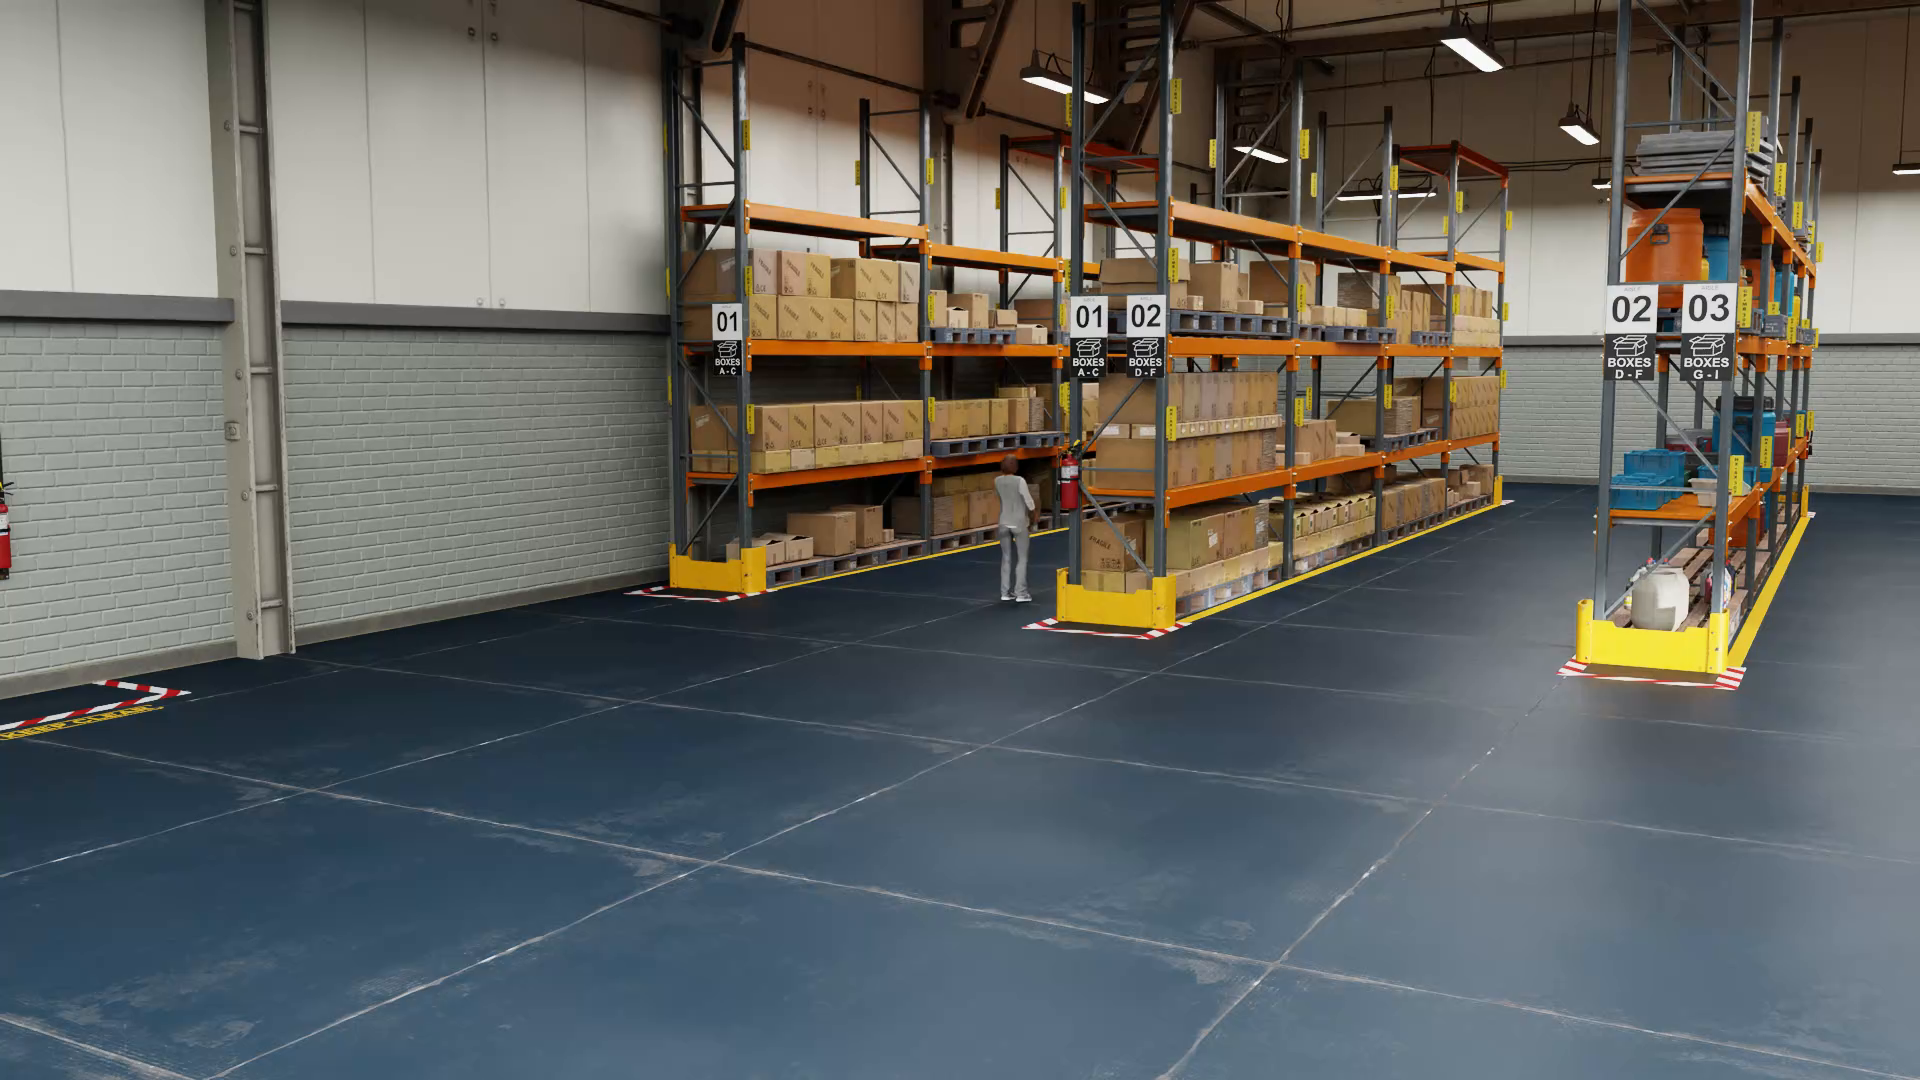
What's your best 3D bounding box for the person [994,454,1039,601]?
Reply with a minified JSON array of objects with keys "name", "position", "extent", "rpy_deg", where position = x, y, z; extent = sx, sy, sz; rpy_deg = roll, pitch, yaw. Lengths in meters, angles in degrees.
[{"name":"person","position":[0.614,-0.139,17.887],"extent":[0.404,1.590,0.492],"rpy_deg":[3,7,30]}]
